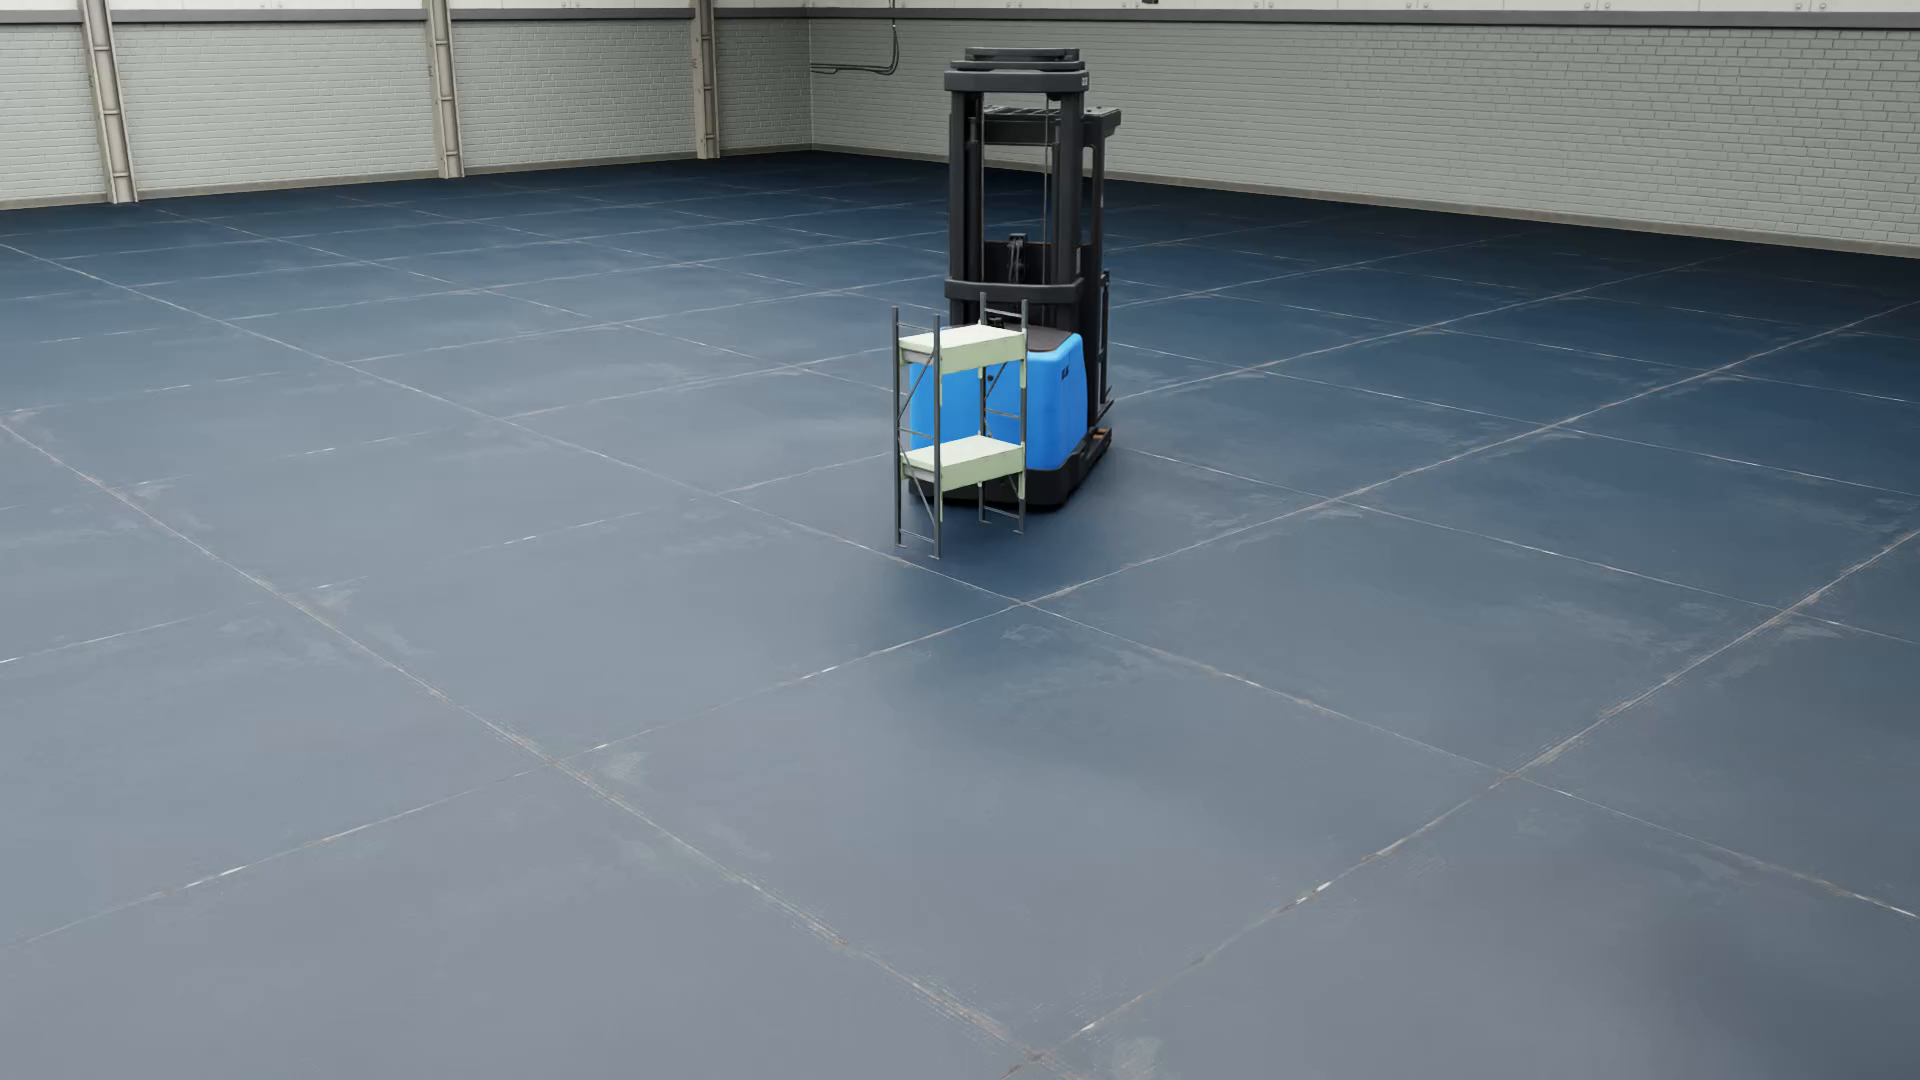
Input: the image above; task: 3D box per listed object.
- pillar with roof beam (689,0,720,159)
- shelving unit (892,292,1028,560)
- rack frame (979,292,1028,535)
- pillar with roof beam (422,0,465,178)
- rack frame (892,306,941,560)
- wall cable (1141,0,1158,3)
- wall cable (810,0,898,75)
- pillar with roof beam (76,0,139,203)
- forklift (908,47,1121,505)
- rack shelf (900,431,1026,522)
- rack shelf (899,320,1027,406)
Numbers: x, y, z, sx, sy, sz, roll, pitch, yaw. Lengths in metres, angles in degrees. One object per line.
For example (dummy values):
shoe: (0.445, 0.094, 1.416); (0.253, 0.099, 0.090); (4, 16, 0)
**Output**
pillar with roof beam: (-2.487, -11.585, 31.624); (0.400, 9.000, 9.100); (-16, 24, -41)
shelving unit: (0.005, -0.715, 10.258); (0.755, 1.500, 0.431); (-16, 24, -41)
rack frame: (0.271, -0.792, 10.497); (0.023, 1.500, 0.400); (-16, 24, -41)
pillar with roof beam: (-6.847, -10.313, 27.703); (0.400, 9.000, 9.100); (-16, 24, -41)
rack frame: (-0.261, -0.637, 10.019); (0.023, 1.500, 0.400); (-16, 24, -41)
wall cable: (4.115, -12.364, 28.515); (0.169, 6.003, 2.305); (-16, 24, -41)
wall cable: (-2.396, -11.400, 36.090); (0.112, 2.526, 3.097); (-16, 24, -41)
pillar with roof beam: (-11.206, -9.042, 23.782); (0.400, 9.000, 9.100); (-16, 24, -41)
forklift: (0.526, -2.039, 12.021); (1.130, 2.935, 3.031); (5, 19, 14)
rack shelf: (0.005, -0.405, 10.358); (0.720, 0.370, 0.431); (-16, 24, -41)
rack shelf: (0.005, -1.086, 10.137); (0.720, 0.370, 0.431); (-16, 24, -41)
